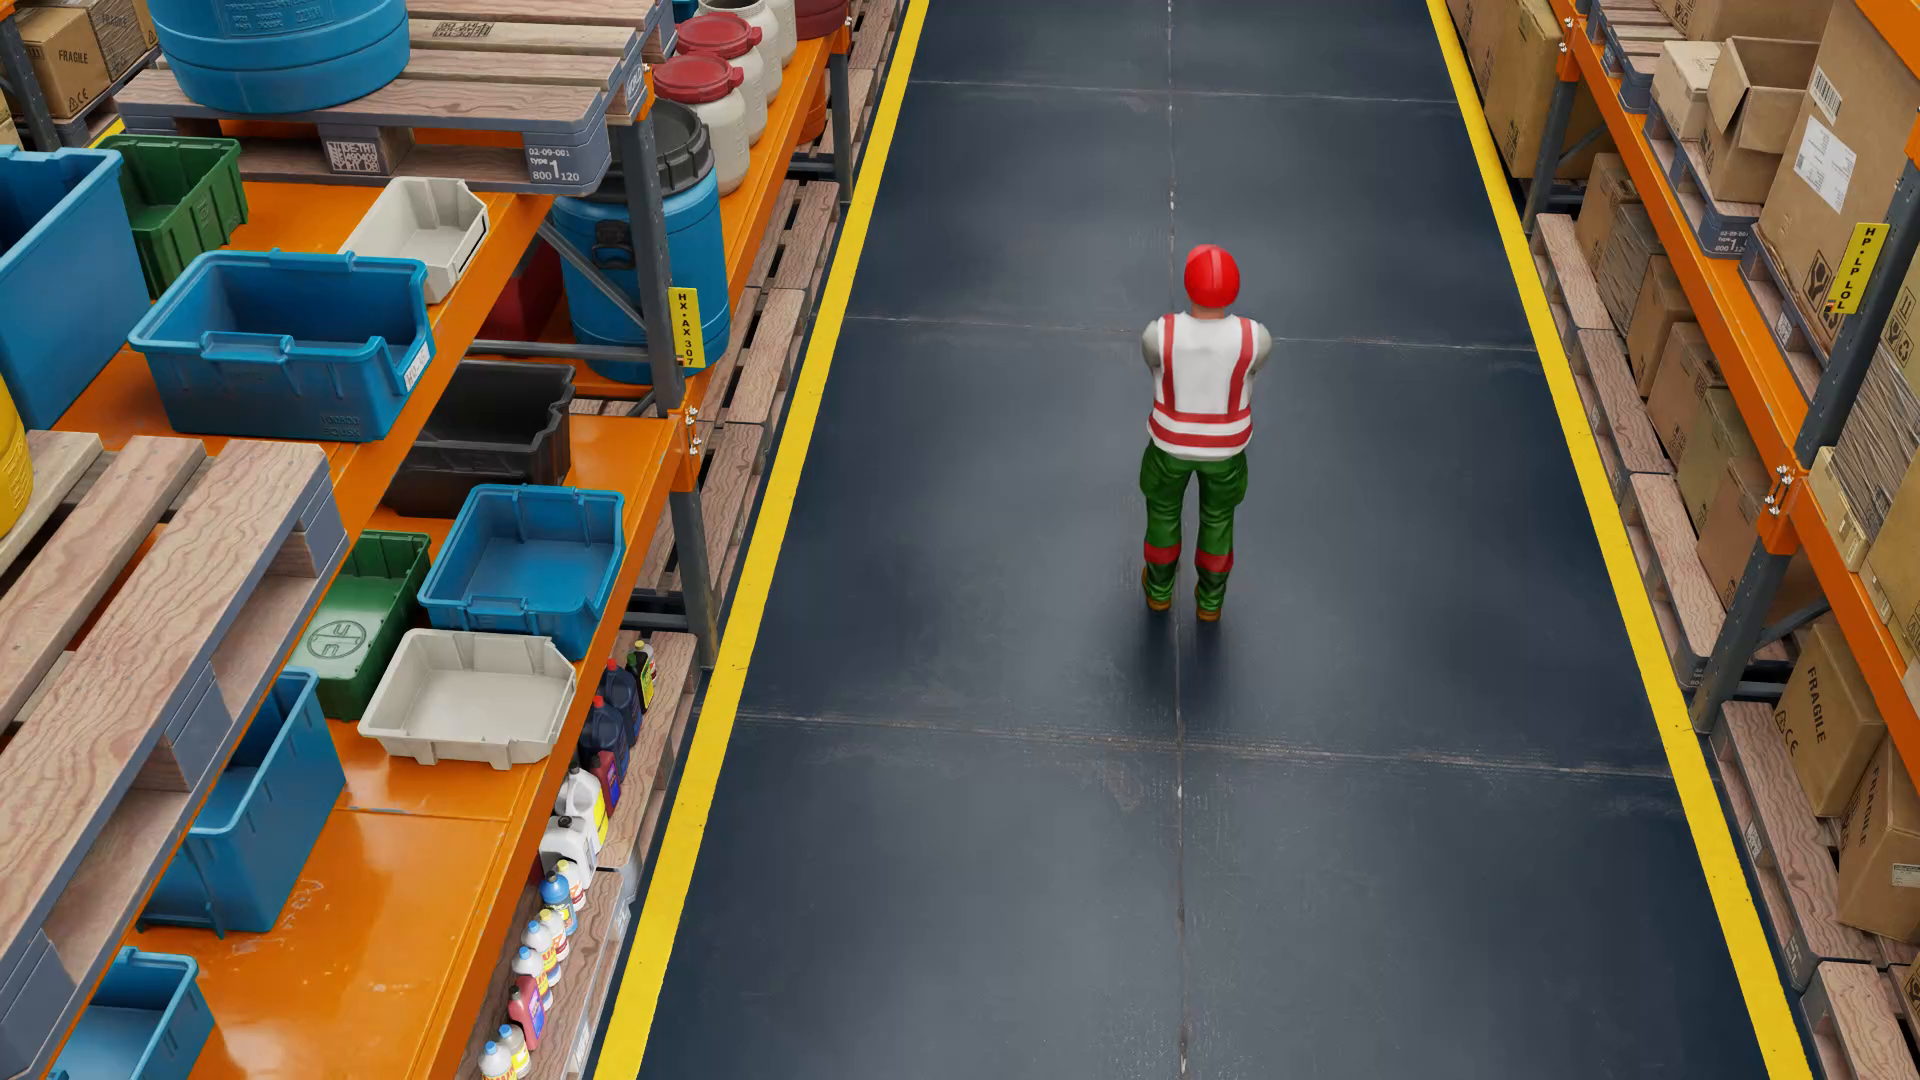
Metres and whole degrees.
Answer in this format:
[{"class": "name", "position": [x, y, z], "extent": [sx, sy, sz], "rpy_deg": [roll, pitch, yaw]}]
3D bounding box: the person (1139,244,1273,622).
[{"class": "person", "position": [0.946, -0.463, 6.700], "extent": [0.493, 1.782, 0.564], "rpy_deg": [3, 40, 4]}]
